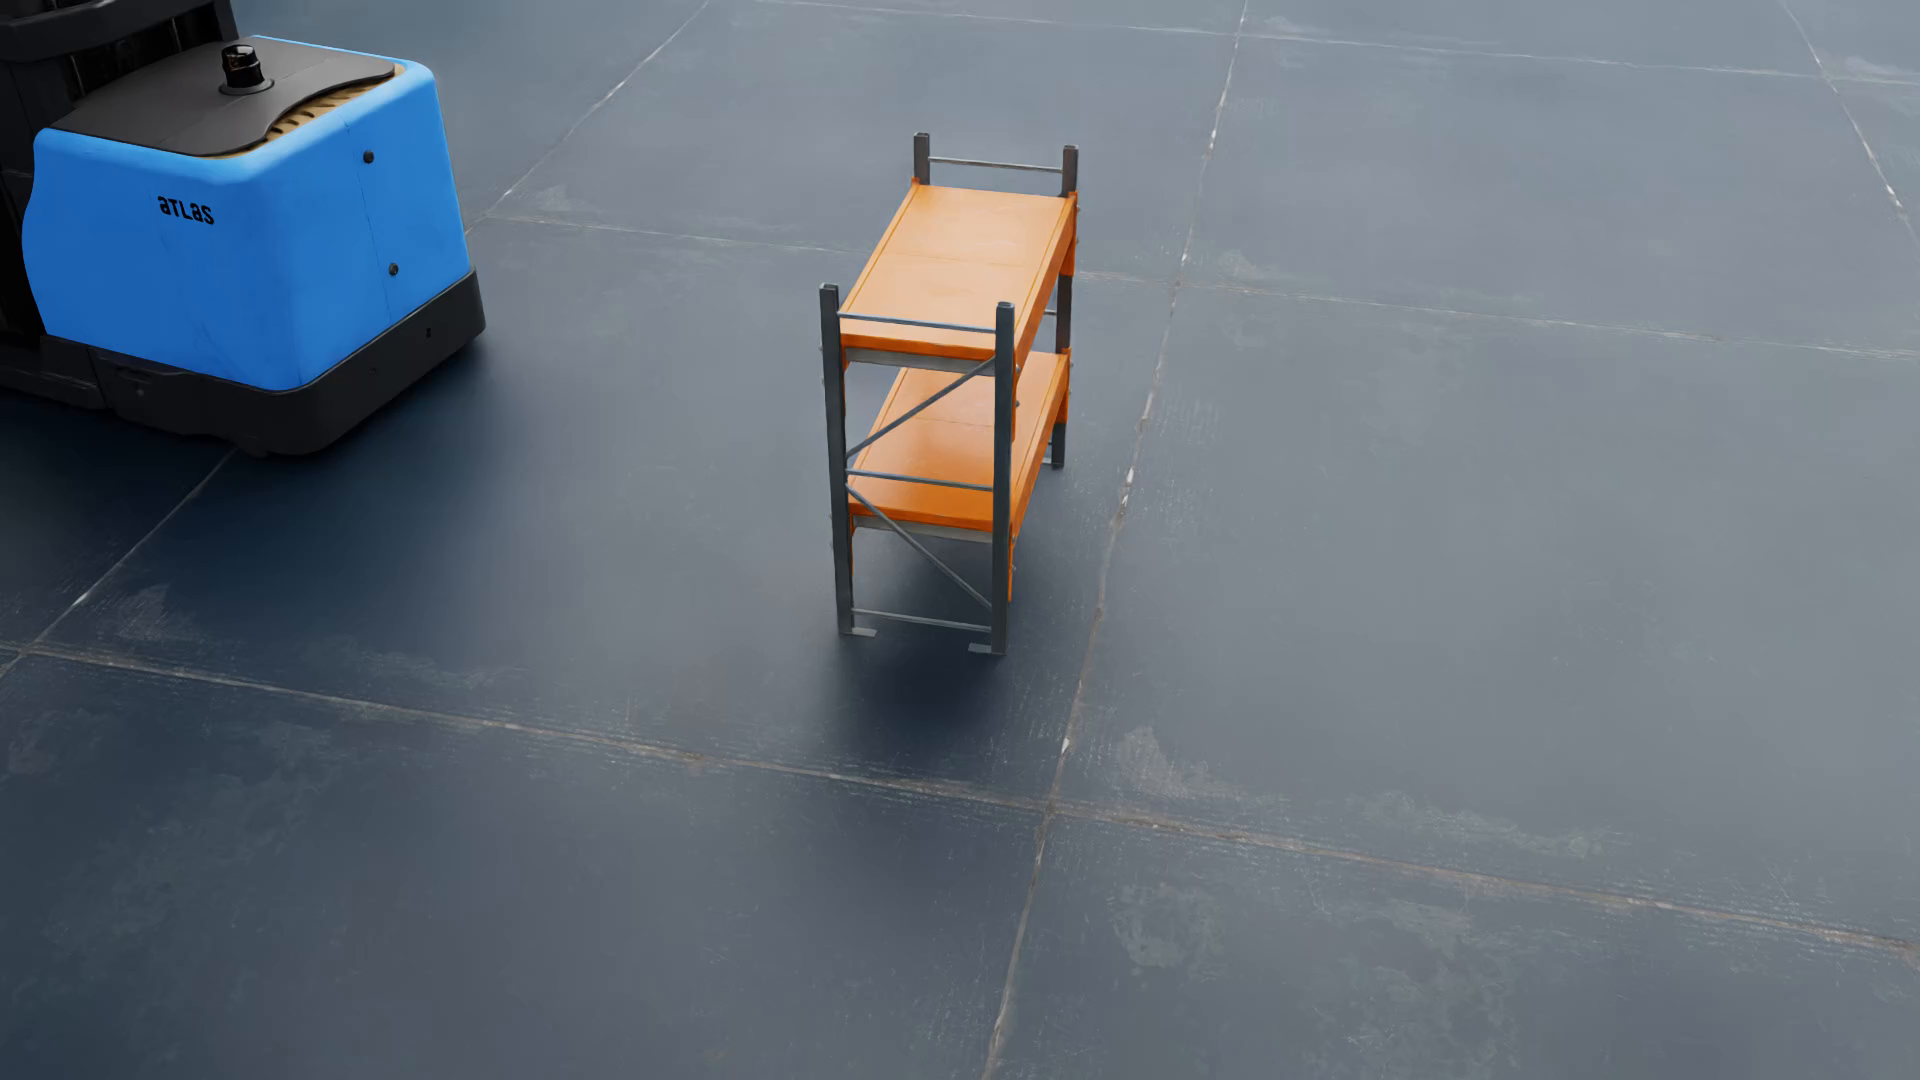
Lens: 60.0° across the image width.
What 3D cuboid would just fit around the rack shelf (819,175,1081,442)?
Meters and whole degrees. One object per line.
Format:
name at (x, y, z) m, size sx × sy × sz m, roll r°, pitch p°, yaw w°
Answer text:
rack shelf at (-0.001, -0.689, 4.743) m, size 0.538 × 0.278 × 1.000 m, roll 7°, pitch 37°, yaw 10°

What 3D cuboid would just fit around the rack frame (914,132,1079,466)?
rack frame at (0.107, -0.743, 5.317) m, size 0.500 × 1.125 × 0.032 m, roll 7°, pitch 37°, yaw 10°

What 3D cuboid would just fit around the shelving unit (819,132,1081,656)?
shelving unit at (-0.001, -0.452, 4.915) m, size 0.538 × 1.125 × 1.048 m, roll 7°, pitch 37°, yaw 10°

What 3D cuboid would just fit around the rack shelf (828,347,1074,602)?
rack shelf at (-0.001, -0.254, 5.058) m, size 0.538 × 0.278 × 1.000 m, roll 7°, pitch 37°, yaw 10°

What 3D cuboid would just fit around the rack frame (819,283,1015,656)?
rack frame at (-0.110, -0.160, 4.512) m, size 0.500 × 1.125 × 0.032 m, roll 7°, pitch 37°, yaw 10°

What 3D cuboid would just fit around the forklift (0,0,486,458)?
forklift at (-3.342, -2.019, 5.538) m, size 3.031 × 2.935 × 1.130 m, roll 14°, pitch 38°, yaw 18°
